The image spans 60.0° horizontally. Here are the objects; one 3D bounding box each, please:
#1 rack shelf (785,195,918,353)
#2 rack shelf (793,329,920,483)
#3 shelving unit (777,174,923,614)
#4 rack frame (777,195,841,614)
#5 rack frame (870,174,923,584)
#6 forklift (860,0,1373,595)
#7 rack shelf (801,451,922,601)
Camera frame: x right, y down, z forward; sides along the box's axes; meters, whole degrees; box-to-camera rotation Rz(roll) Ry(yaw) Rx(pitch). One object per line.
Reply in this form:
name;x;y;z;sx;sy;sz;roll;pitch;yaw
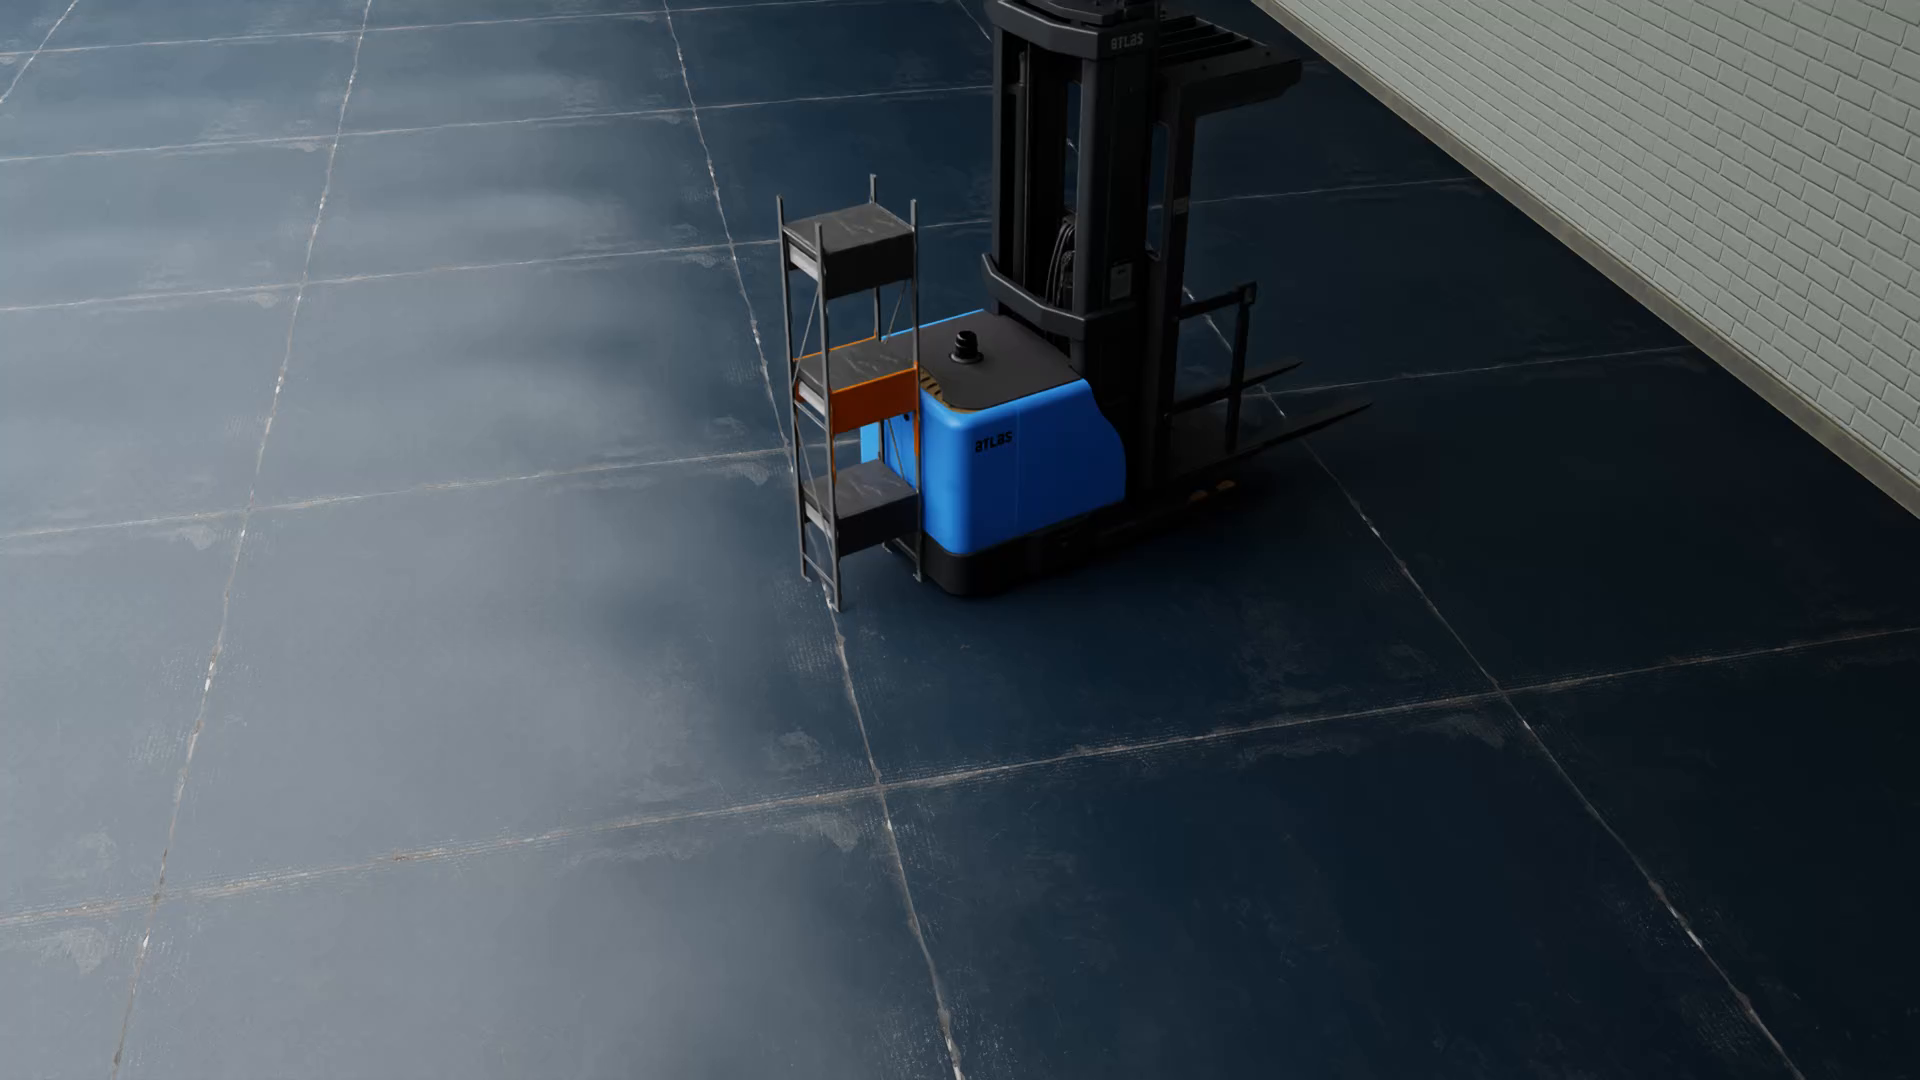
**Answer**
rack shelf;-0.511;-1.237;7.701;0.480;0.518;0.431;-20;39;-27
rack shelf;-0.511;-0.656;8.091;0.480;0.518;0.431;-20;39;-27
shelving unit;-0.511;-0.667;8.083;0.503;2.100;0.431;-20;39;-27
rack frame;-0.716;-0.594;7.974;0.015;2.100;0.400;-20;39;-27
rack frame;-0.305;-0.740;8.192;0.015;2.100;0.400;-20;39;-27
forklift;0.977;-1.553;8.656;3.031;2.935;1.130;-19;38;-26
rack shelf;-0.510;-0.075;8.481;0.480;0.518;0.431;-20;39;-27
